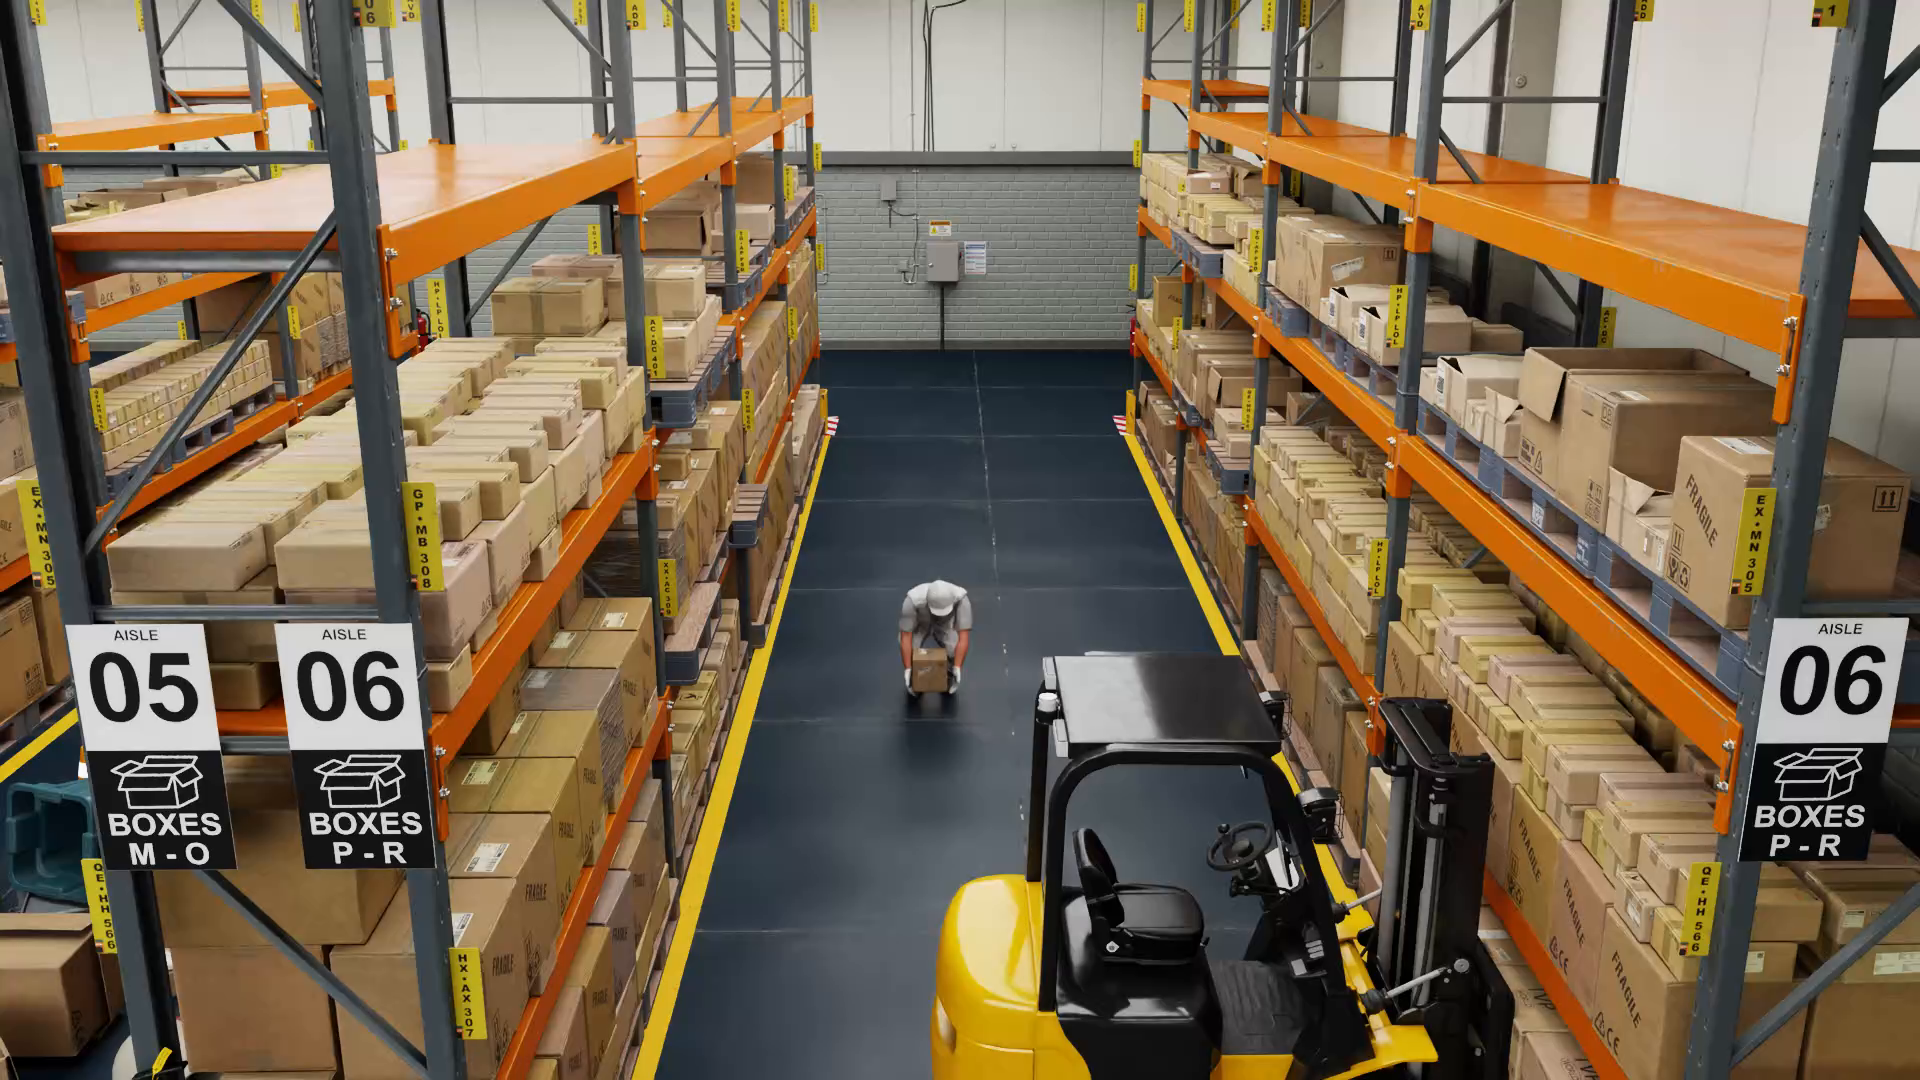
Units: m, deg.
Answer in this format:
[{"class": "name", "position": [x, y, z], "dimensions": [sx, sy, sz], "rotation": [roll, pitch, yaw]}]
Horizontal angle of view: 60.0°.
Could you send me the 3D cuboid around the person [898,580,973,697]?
[{"class": "person", "position": [-0.189, 0.694, 12.578], "dimensions": [0.567, 1.006, 0.881], "rotation": [0, 17, -1]}]
